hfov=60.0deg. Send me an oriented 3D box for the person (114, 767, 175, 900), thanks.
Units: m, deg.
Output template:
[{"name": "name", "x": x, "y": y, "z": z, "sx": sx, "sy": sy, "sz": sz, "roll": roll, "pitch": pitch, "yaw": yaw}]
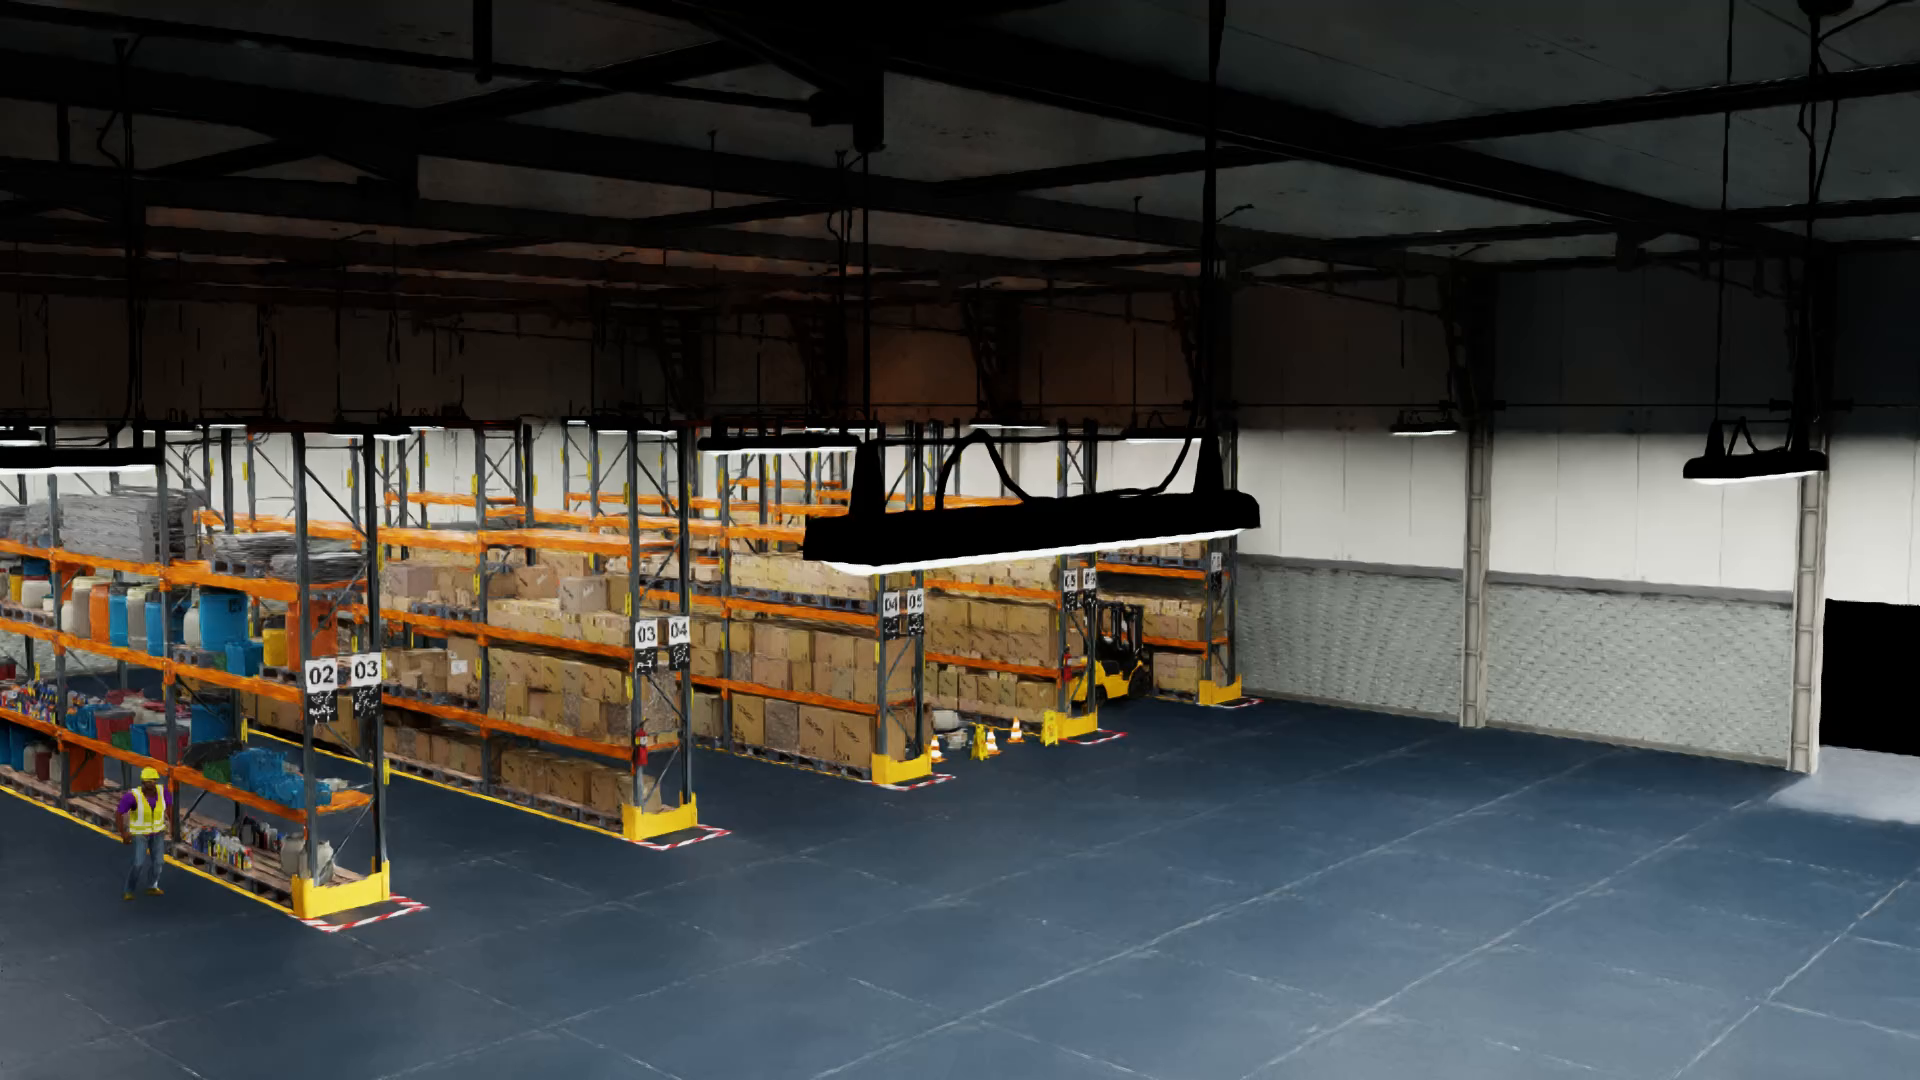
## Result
[{"name": "person", "x": -10.416, "y": 3.742, "z": 21.296, "sx": 0.578, "sy": 1.714, "sz": 0.719, "roll": 4, "pitch": 6, "yaw": 40}]
